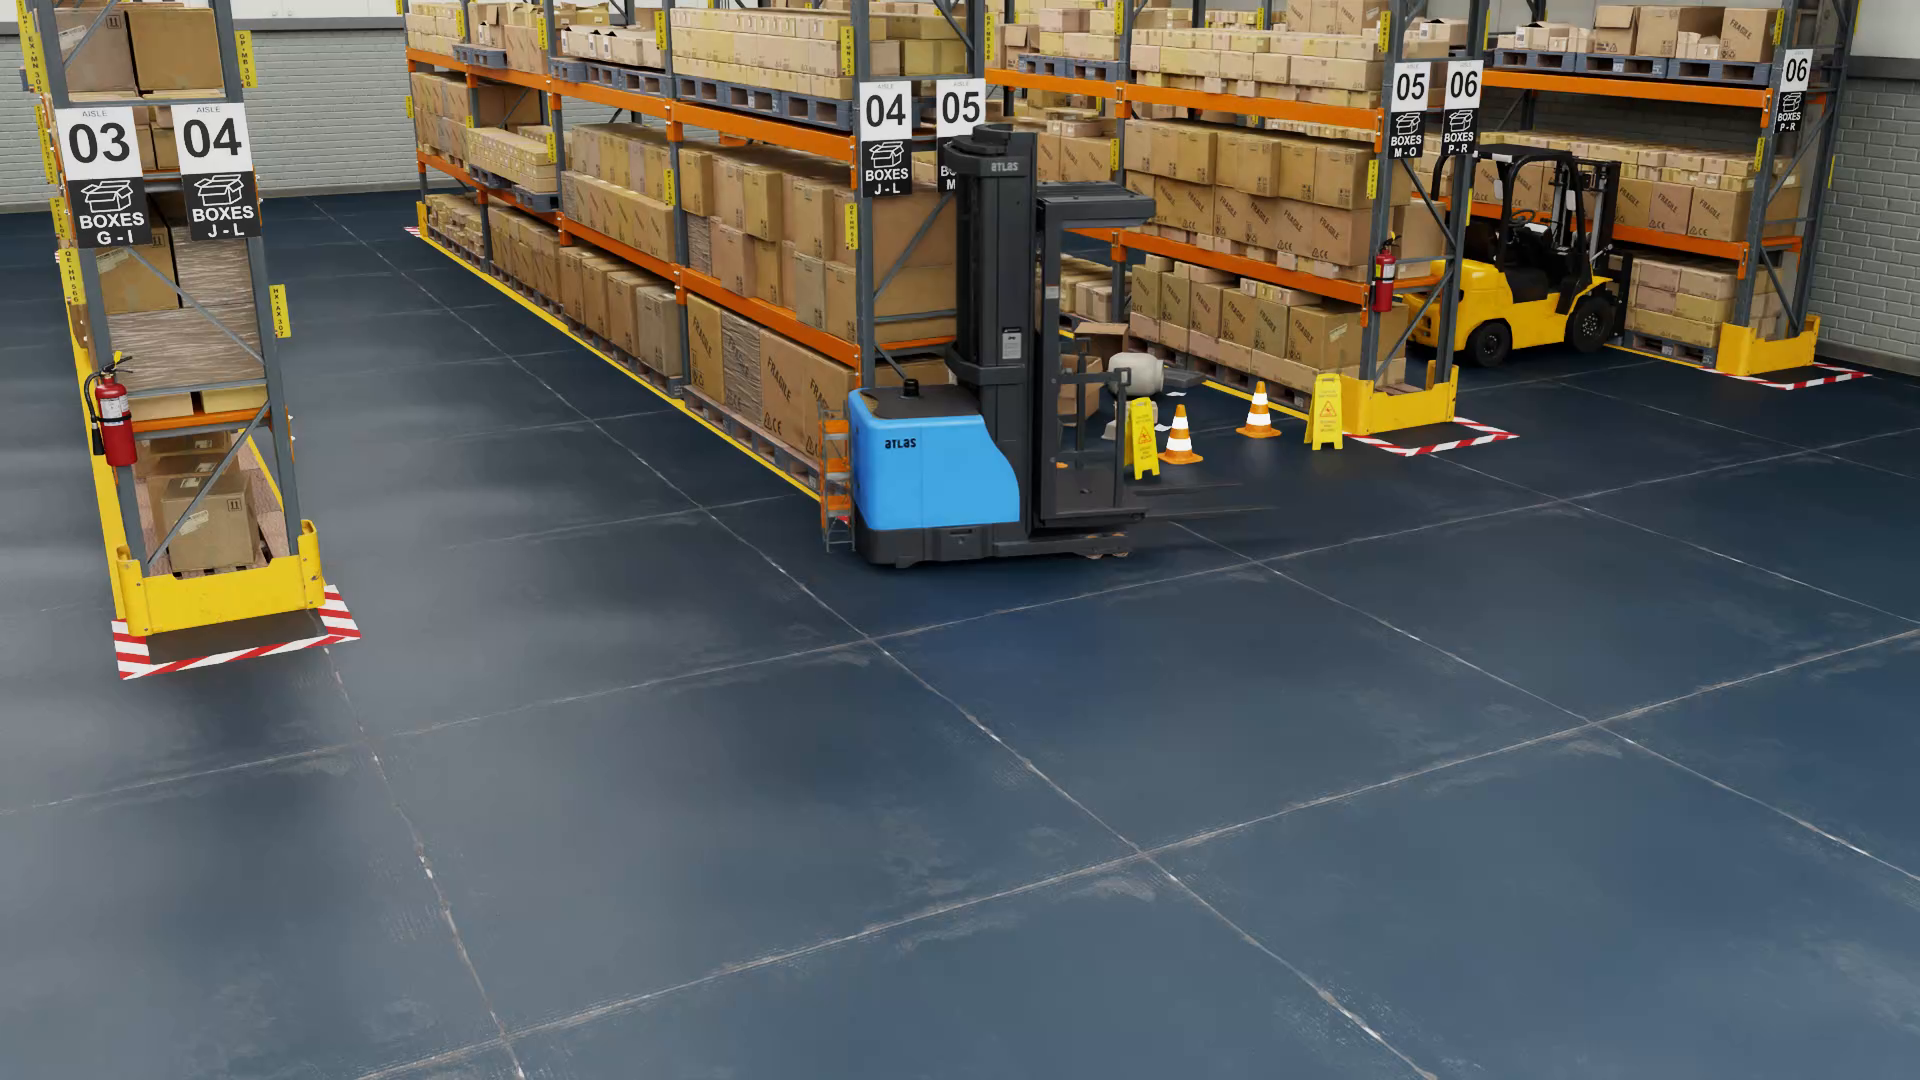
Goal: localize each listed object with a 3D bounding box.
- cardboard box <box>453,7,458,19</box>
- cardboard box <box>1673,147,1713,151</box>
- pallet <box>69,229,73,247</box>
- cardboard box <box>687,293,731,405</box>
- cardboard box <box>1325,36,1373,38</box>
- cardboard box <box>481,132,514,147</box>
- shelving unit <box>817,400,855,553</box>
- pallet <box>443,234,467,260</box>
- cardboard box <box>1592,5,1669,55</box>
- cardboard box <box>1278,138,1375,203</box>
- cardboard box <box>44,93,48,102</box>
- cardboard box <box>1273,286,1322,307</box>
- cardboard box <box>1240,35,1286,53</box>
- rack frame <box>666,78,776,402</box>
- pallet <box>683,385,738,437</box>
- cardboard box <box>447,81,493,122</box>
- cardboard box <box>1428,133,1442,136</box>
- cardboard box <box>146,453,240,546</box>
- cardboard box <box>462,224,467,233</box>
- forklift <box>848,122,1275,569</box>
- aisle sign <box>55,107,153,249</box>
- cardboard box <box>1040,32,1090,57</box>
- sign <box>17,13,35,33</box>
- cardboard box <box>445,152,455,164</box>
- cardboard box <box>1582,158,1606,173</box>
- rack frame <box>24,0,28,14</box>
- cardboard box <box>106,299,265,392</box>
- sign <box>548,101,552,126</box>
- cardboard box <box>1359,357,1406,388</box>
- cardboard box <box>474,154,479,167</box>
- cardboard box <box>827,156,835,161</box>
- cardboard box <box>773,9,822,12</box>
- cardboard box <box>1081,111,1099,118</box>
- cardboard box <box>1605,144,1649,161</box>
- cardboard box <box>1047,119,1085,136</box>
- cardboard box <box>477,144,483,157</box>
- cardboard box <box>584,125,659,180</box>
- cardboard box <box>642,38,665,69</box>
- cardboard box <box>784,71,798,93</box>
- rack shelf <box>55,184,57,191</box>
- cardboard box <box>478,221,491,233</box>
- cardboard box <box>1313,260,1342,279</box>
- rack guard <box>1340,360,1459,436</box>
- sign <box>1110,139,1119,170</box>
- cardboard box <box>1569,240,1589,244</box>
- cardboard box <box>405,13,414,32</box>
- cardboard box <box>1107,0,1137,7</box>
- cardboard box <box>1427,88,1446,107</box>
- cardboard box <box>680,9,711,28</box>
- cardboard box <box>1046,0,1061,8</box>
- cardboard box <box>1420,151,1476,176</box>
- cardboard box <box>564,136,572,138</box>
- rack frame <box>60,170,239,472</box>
[{"bbox_3d":[-6.511,-7.002,22.080,0.380,0.149,0.250,-9,21,-25],"label":"cardboard box"},{"bbox_3d":[7.930,-4.153,17.964,0.380,0.149,0.250,-9,21,-25],"label":"cardboard box"},{"bbox_3d":[-8.069,-2.942,16.354,1.213,0.211,1.003,-10,21,-27],"label":"pallet"},{"bbox_3d":[-1.952,-1.815,15.406,0.875,0.875,0.875,-10,21,-26],"label":"cardboard box"},{"bbox_3d":[3.576,-4.560,15.313,0.380,0.149,0.250,-10,21,-27],"label":"cardboard box"},{"bbox_3d":[-5.832,-5.060,21.027,0.380,0.149,0.250,-10,22,-27],"label":"cardboard box"},{"bbox_3d":[-0.880,-0.452,11.829,0.215,1.050,0.252,-4,19,-11],"label":"shelving unit"},{"bbox_3d":[-6.921,-4.329,24.352,1.003,0.211,1.213,-10,21,-27],"label":"pallet"},{"bbox_3d":[7.318,-5.515,17.961,0.797,0.503,0.637,-9,21,-25],"label":"cardboard box"},{"bbox_3d":[3.351,-3.379,15.184,0.700,0.500,0.500,-10,21,-26],"label":"cardboard box"},{"bbox_3d":[-6.614,-3.251,12.586,0.500,0.250,0.500,-11,22,-29],"label":"cardboard box"},{"bbox_3d":[3.176,-2.304,15.638,0.380,0.149,0.250,-9,21,-25],"label":"cardboard box"},{"bbox_3d":[2.841,-4.622,15.492,0.380,0.149,0.250,-9,21,-25],"label":"cardboard box"},{"bbox_3d":[-2.189,-2.812,15.683,1.000,3.000,0.127,-10,21,-27],"label":"rack frame"},{"bbox_3d":[-1.896,-1.264,15.470,1.003,0.211,1.213,-10,21,-27],"label":"pallet"},{"bbox_3d":[-6.699,-6.010,22.807,0.500,0.500,0.500,-11,22,-28],"label":"cardboard box"},{"bbox_3d":[6.169,-5.093,21.145,0.380,0.149,0.250,-10,22,-27],"label":"cardboard box"},{"bbox_3d":[-5.298,-0.290,11.561,0.500,0.500,0.500,-4,20,-12],"label":"cardboard box"},{"bbox_3d":[-6.870,-4.449,23.696,0.380,0.149,0.250,-9,21,-25],"label":"cardboard box"},{"bbox_3d":[0.750,-1.415,11.739,3.031,2.935,1.130,-4,19,-11],"label":"forklift"},{"bbox_3d":[-4.937,-2.089,9.602,0.394,0.787,0.004,-10,21,-27],"label":"aisle sign"},{"bbox_3d":[1.238,-5.591,18.724,0.500,0.250,0.500,-10,21,-26],"label":"cardboard box"},{"bbox_3d":[-7.089,-3.834,12.650,0.100,0.325,0.005,-10,21,-27],"label":"sign"},{"bbox_3d":[-7.135,-5.473,23.780,0.380,0.149,0.250,-10,21,-26],"label":"cardboard box"},{"bbox_3d":[7.123,-4.153,18.419,0.380,0.149,0.250,-10,22,-28],"label":"cardboard box"},{"bbox_3d":[-12.300,-8.354,22.545,1.000,3.000,0.127,-10,21,-27],"label":"rack frame"},{"bbox_3d":[-4.939,-1.275,10.618,0.875,0.500,0.500,-10,21,-27],"label":"cardboard box"},{"bbox_3d":[-5.501,-5.743,22.401,0.100,0.325,0.005,-10,21,-27],"label":"sign"},{"bbox_3d":[3.879,-1.633,15.836,0.500,0.250,0.500,-10,21,-27],"label":"cardboard box"},{"bbox_3d":[-6.069,-4.925,21.548,0.380,0.149,0.250,-10,21,-26],"label":"cardboard box"},{"bbox_3d":[-1.703,-5.666,24.184,0.500,0.250,0.500,-11,22,-28],"label":"cardboard box"},{"bbox_3d":[-1.378,-4.462,14.231,0.380,0.149,0.250,-10,21,-26],"label":"cardboard box"},{"bbox_3d":[2.231,-6.853,27.165,0.500,0.250,0.500,-9,21,-25],"label":"cardboard box"},{"bbox_3d":[7.297,-4.234,18.198,0.380,0.149,0.250,-10,21,-26],"label":"cardboard box"},{"bbox_3d":[1.212,-4.669,18.817,0.380,0.149,0.250,-11,22,-29],"label":"cardboard box"},{"bbox_3d":[-5.958,-4.997,21.299,0.380,0.149,0.250,-9,21,-25],"label":"cardboard box"},{"bbox_3d":[-3.642,-4.205,18.033,0.700,0.500,0.500,-10,22,-27],"label":"cardboard box"},{"bbox_3d":[-2.665,-4.583,15.649,0.500,0.250,0.500,-10,21,-26],"label":"cardboard box"},{"bbox_3d":[-1.106,-3.471,12.580,0.380,0.149,0.250,-10,21,-26],"label":"cardboard box"},{"bbox_3d":[-11.350,-4.604,21.977,1.077,0.370,4.000,-10,21,-27],"label":"rack shelf"},{"bbox_3d":[-6.386,-4.303,22.817,0.380,0.149,0.250,-9,21,-25],"label":"cardboard box"},{"bbox_3d":[3.435,-2.471,15.078,0.380,0.149,0.250,-10,22,-27],"label":"cardboard box"},{"bbox_3d":[3.983,-1.300,15.132,1.175,0.500,0.348,-10,21,-27],"label":"rack guard"},{"bbox_3d":[1.633,-4.068,17.548,0.100,0.325,0.005,-10,21,-27],"label":"sign"},{"bbox_3d":[6.920,-3.272,19.055,0.500,0.250,0.500,-9,21,-25],"label":"cardboard box"},{"bbox_3d":[-7.903,-7.671,24.629,0.500,0.250,0.500,-10,21,-26],"label":"cardboard box"},{"bbox_3d":[2.523,-8.415,25.819,0.396,0.266,0.258,-10,22,-27],"label":"cardboard box"},{"bbox_3d":[4.147,-3.904,14.634,0.380,0.149,0.250,-10,21,-27],"label":"cardboard box"},{"bbox_3d":[-2.193,-4.504,14.352,0.380,0.149,0.250,-10,21,-27],"label":"cardboard box"},{"bbox_3d":[1.754,-8.797,27.436,0.500,0.250,0.500,-10,21,-26],"label":"cardboard box"},{"bbox_3d":[6.028,-4.645,20.457,0.500,0.250,0.500,-10,22,-28],"label":"cardboard box"},{"bbox_3d":[-4.878,-4.933,20.659,0.380,0.149,0.250,-10,22,-27],"label":"cardboard box"},{"bbox_3d":[-6.602,-2.073,13.540,1.000,3.000,0.127,-10,21,-27],"label":"rack frame"}]
